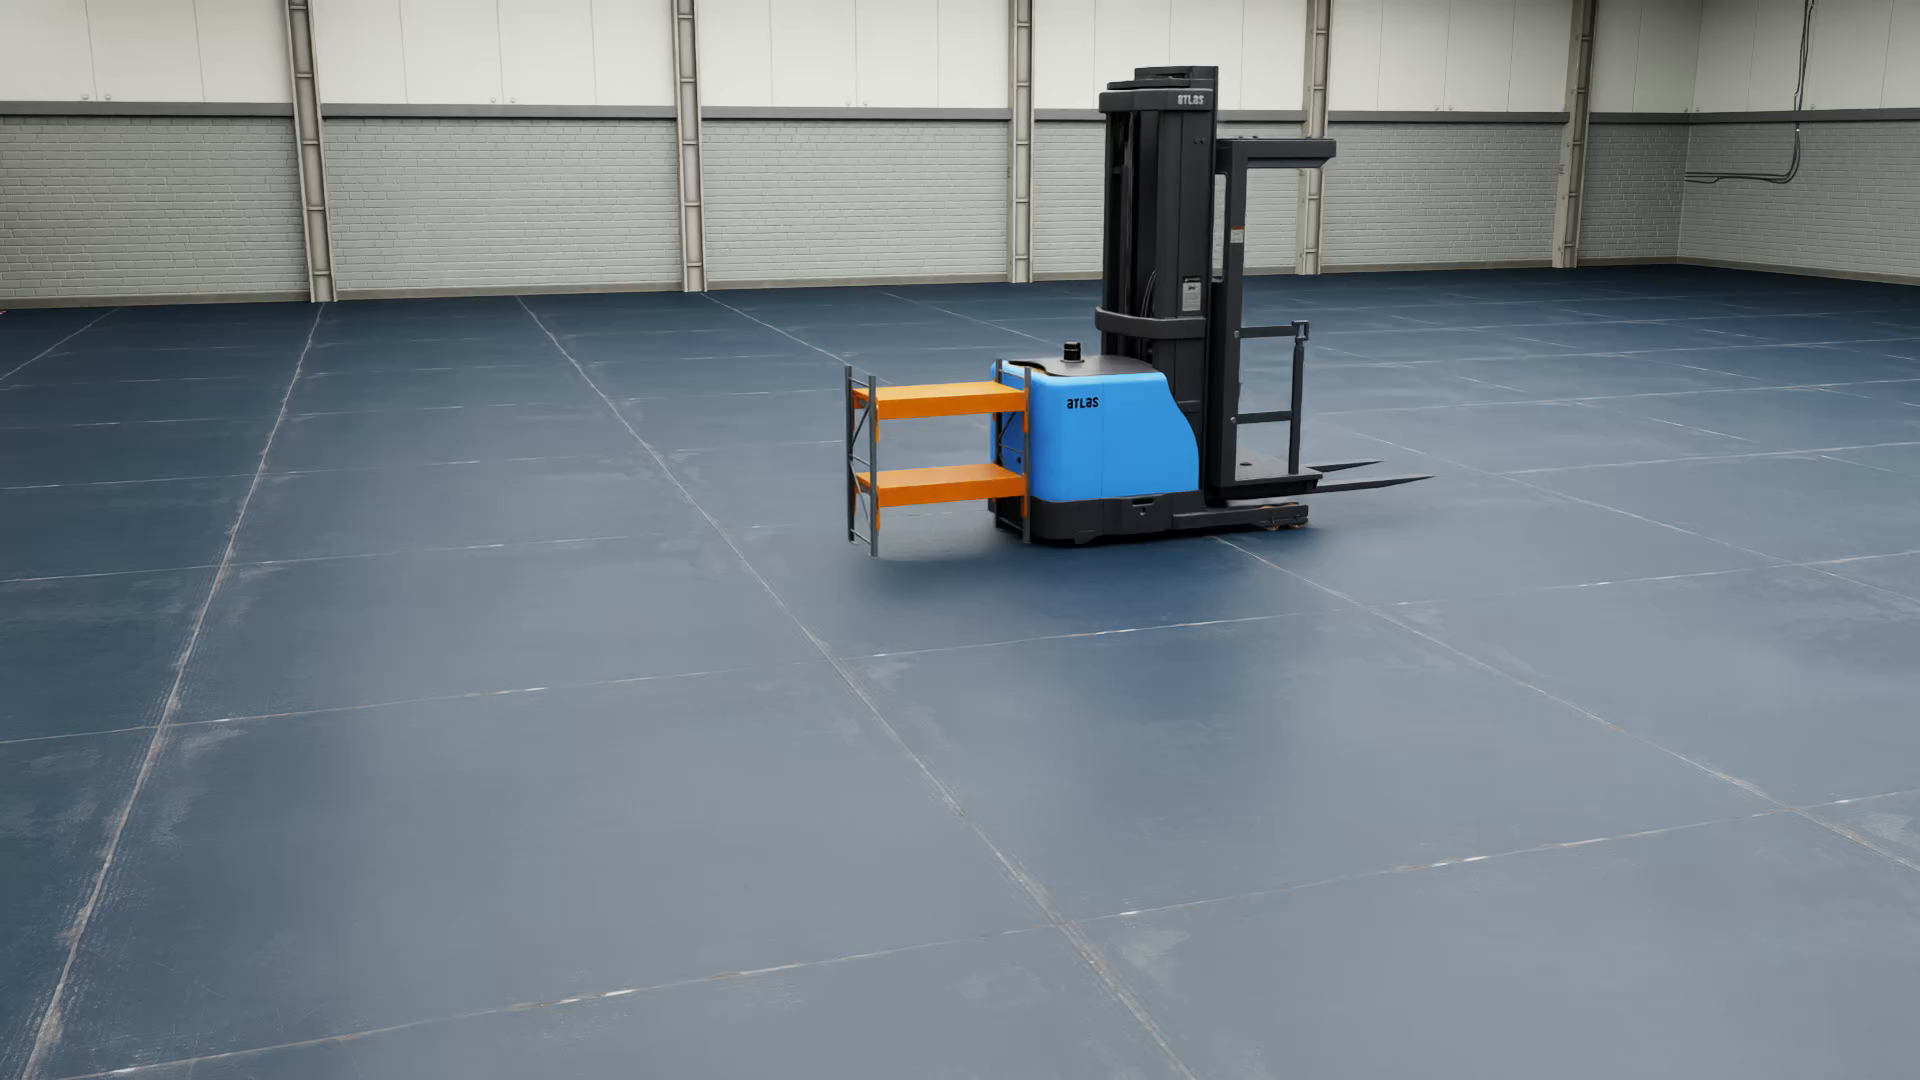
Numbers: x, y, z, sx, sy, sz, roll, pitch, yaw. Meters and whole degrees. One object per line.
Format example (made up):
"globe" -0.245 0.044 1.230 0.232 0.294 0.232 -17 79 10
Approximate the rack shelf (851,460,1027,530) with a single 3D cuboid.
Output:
"rack shelf" -0.137 -0.291 10.494 1.000 0.278 0.538 -5 14 -21

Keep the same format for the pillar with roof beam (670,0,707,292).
"pillar with roof beam" -3.218 -7.741 23.739 0.400 9.000 9.100 -4 14 -18

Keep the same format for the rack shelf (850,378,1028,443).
"rack shelf" -0.137 -0.814 10.369 1.000 0.278 0.538 -5 14 -21

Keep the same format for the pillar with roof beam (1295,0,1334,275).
"pillar with roof beam" 8.155 -8.626 27.462 0.400 9.000 9.100 -4 14 -18

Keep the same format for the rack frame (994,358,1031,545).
"rack frame" 0.334 -0.573 10.621 0.032 1.125 0.500 -5 14 -21

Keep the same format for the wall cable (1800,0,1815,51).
"wall cable" 16.546 -10.294 30.269 0.112 2.526 3.097 -4 14 -18

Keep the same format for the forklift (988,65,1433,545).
"forklift" 1.756 -1.592 11.003 3.031 2.935 1.130 -5 14 -21

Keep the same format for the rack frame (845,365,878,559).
"rack frame" -0.609 -0.486 10.253 0.032 1.125 0.500 -5 14 -21

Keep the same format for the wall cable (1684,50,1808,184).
"wall cable" 15.683 -8.430 33.348 0.112 2.526 3.097 -4 14 -18

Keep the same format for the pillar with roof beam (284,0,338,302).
"pillar with roof beam" -8.905 -7.298 21.877 0.400 9.000 9.100 -4 14 -18

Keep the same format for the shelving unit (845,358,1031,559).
"shelving unit" -0.137 -0.529 10.437 1.048 1.125 0.538 -5 14 -21

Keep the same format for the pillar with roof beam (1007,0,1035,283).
"pillar with roof beam" 2.469 -8.183 25.601 0.400 9.000 9.100 -4 14 -18

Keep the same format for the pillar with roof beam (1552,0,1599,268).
"pillar with roof beam" 13.842 -9.069 29.324 0.400 9.000 9.100 -4 14 -18
